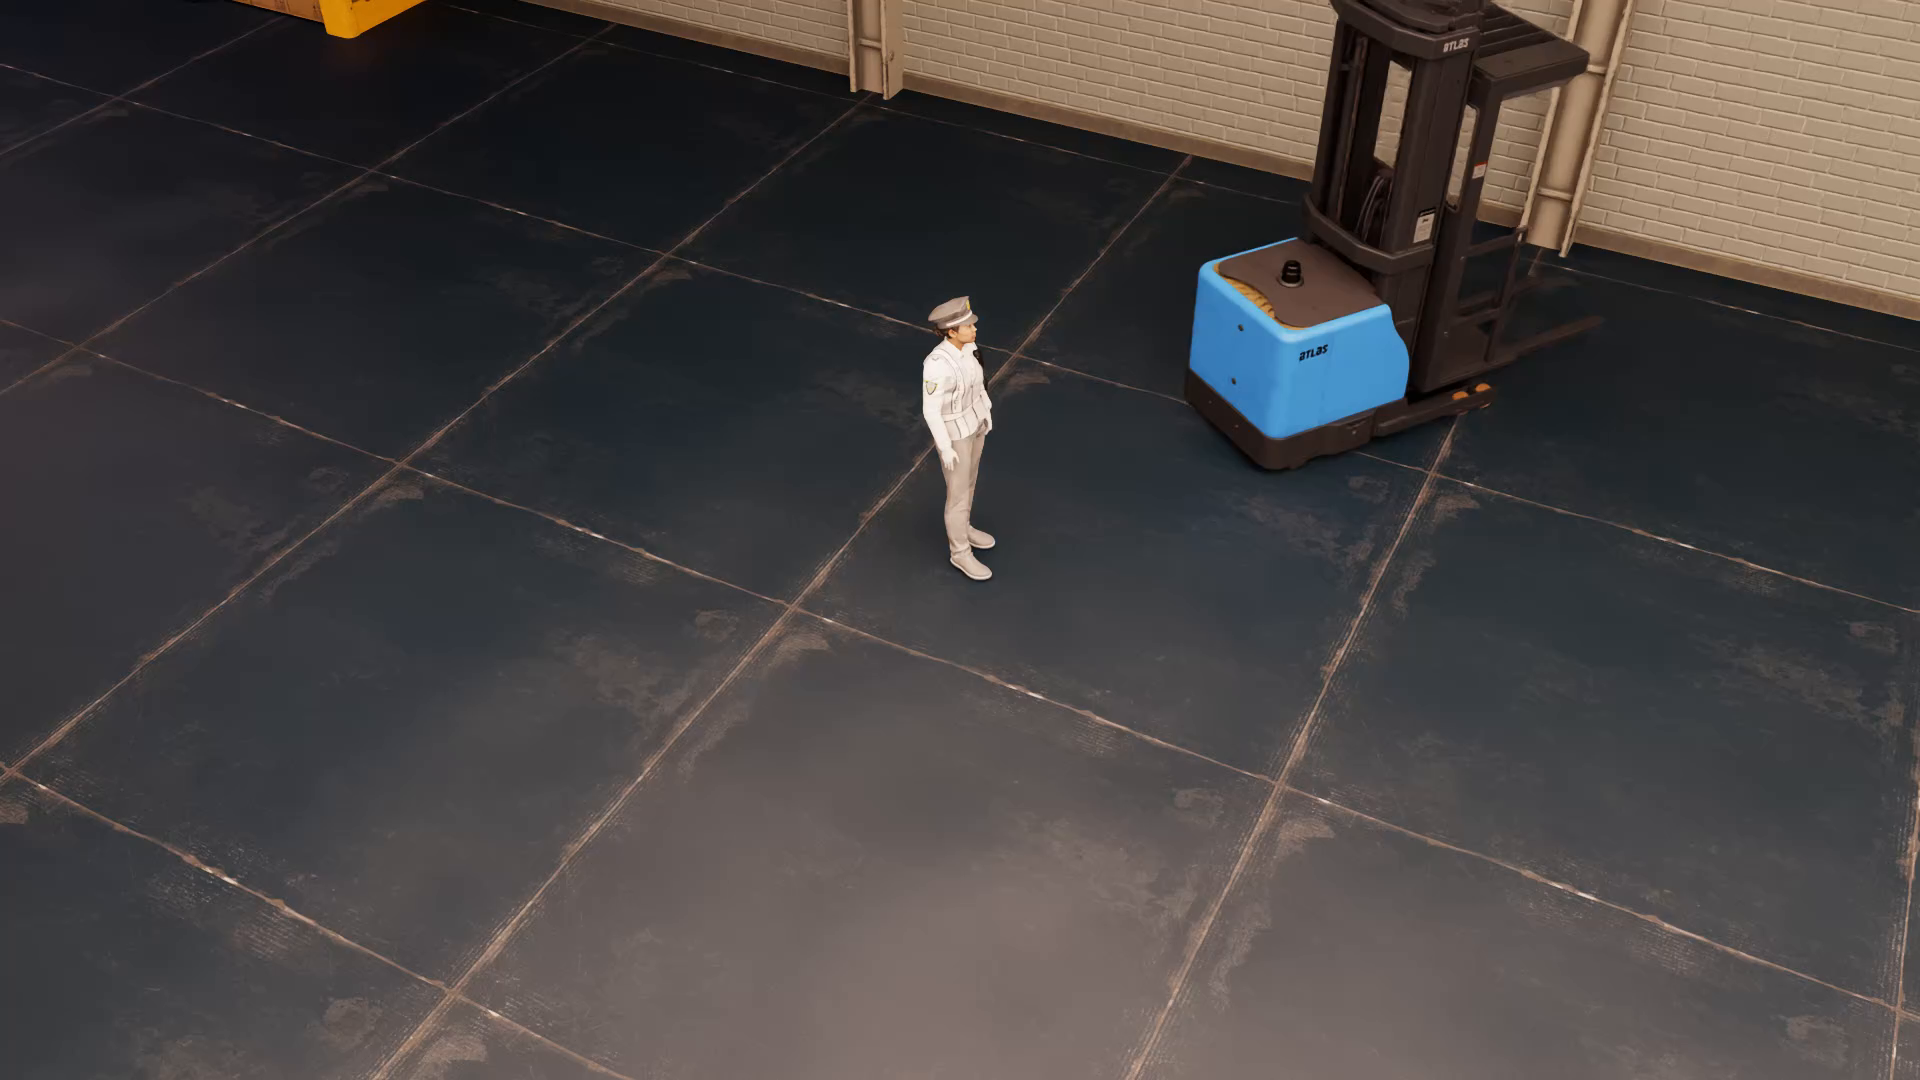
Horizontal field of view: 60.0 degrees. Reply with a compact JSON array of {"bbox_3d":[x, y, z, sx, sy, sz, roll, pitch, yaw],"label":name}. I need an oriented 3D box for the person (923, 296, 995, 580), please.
[{"bbox_3d":[0.058,-0.629,9.682,0.530,1.694,0.586,18,43,21],"label":"person"}]

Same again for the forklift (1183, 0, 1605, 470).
[{"bbox_3d":[3.071,-2.244,10.651,3.031,2.935,1.130,-19,44,-21],"label":"forklift"}]
